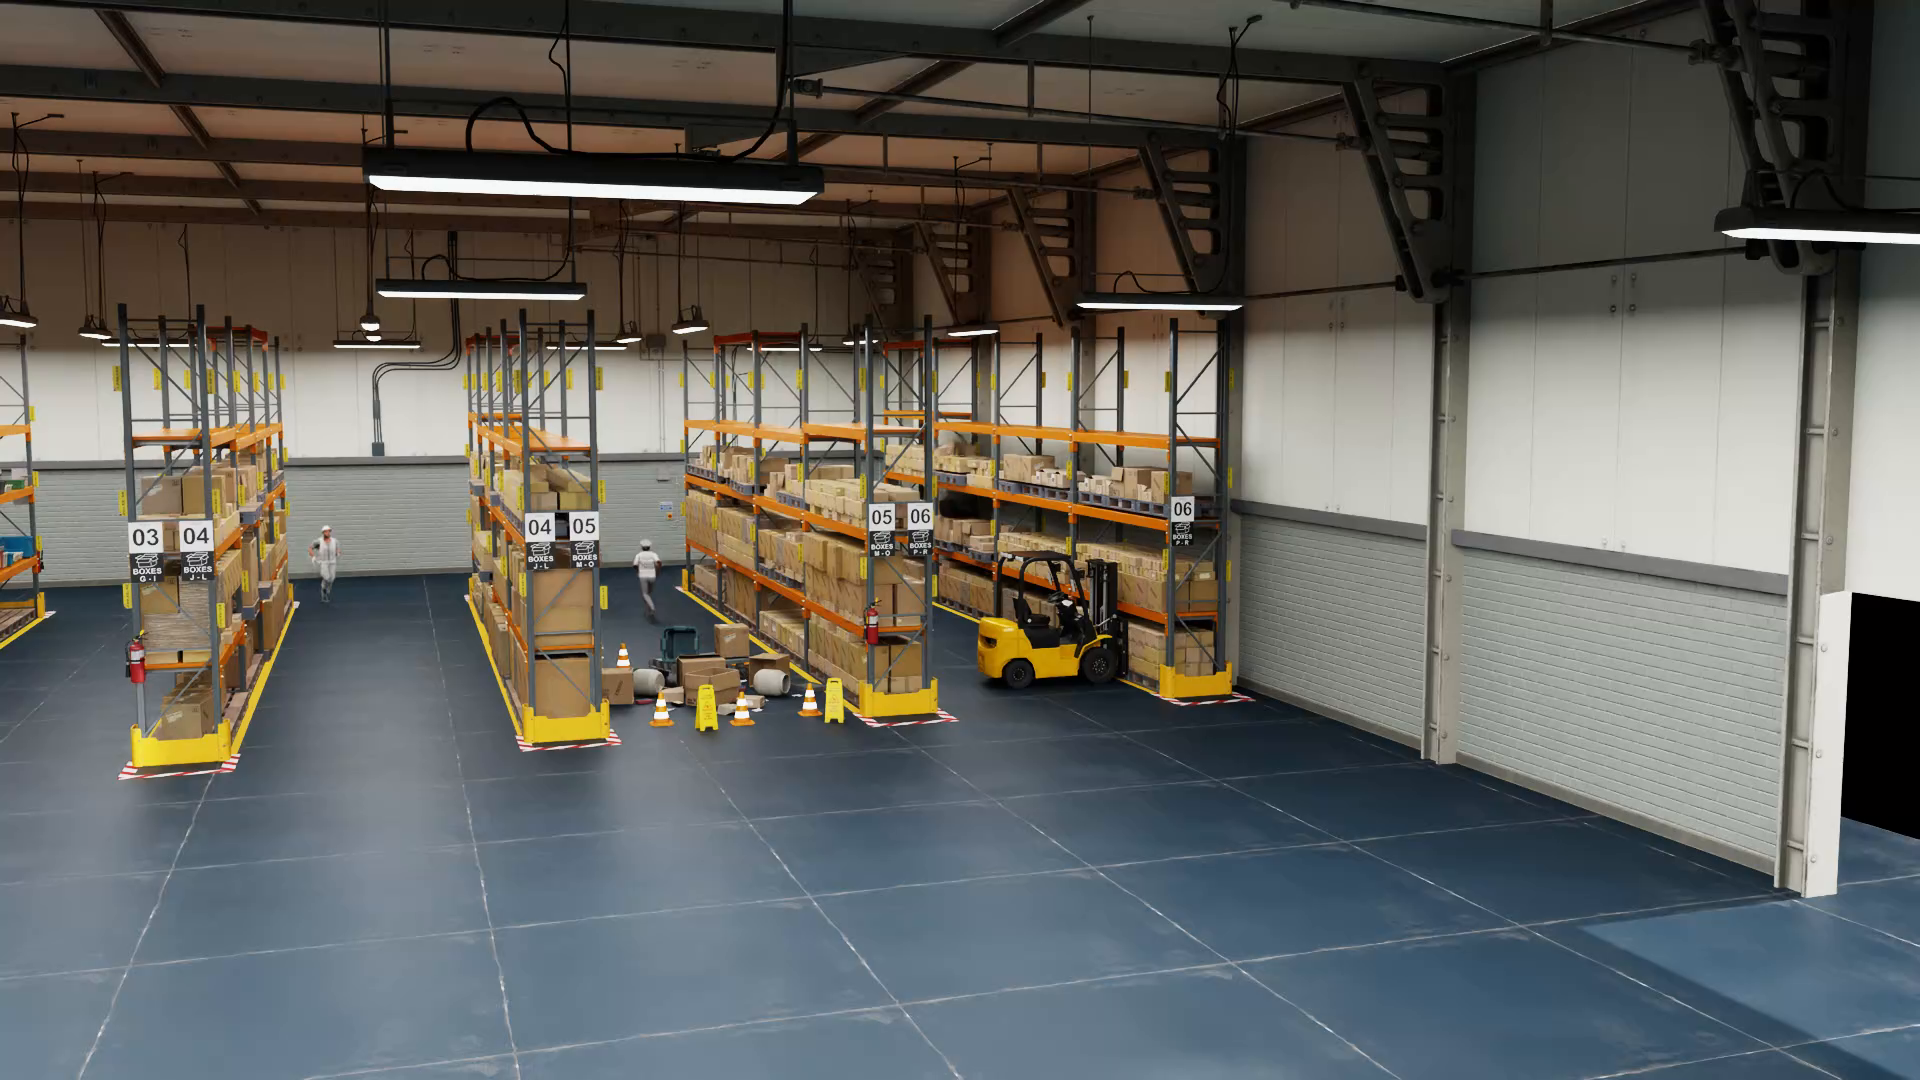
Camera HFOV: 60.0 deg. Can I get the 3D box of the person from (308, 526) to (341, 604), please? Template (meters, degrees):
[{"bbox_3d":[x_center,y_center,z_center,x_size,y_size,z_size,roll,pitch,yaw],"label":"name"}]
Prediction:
[{"bbox_3d":[-14.314,0.560,37.619,0.657,1.770,0.706,-5,7,-42],"label":"person"}]

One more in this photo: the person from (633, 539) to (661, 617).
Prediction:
[{"bbox_3d":[-6.594,0.863,34.999,0.532,1.741,1.025,-3,6,-29],"label":"person"}]
